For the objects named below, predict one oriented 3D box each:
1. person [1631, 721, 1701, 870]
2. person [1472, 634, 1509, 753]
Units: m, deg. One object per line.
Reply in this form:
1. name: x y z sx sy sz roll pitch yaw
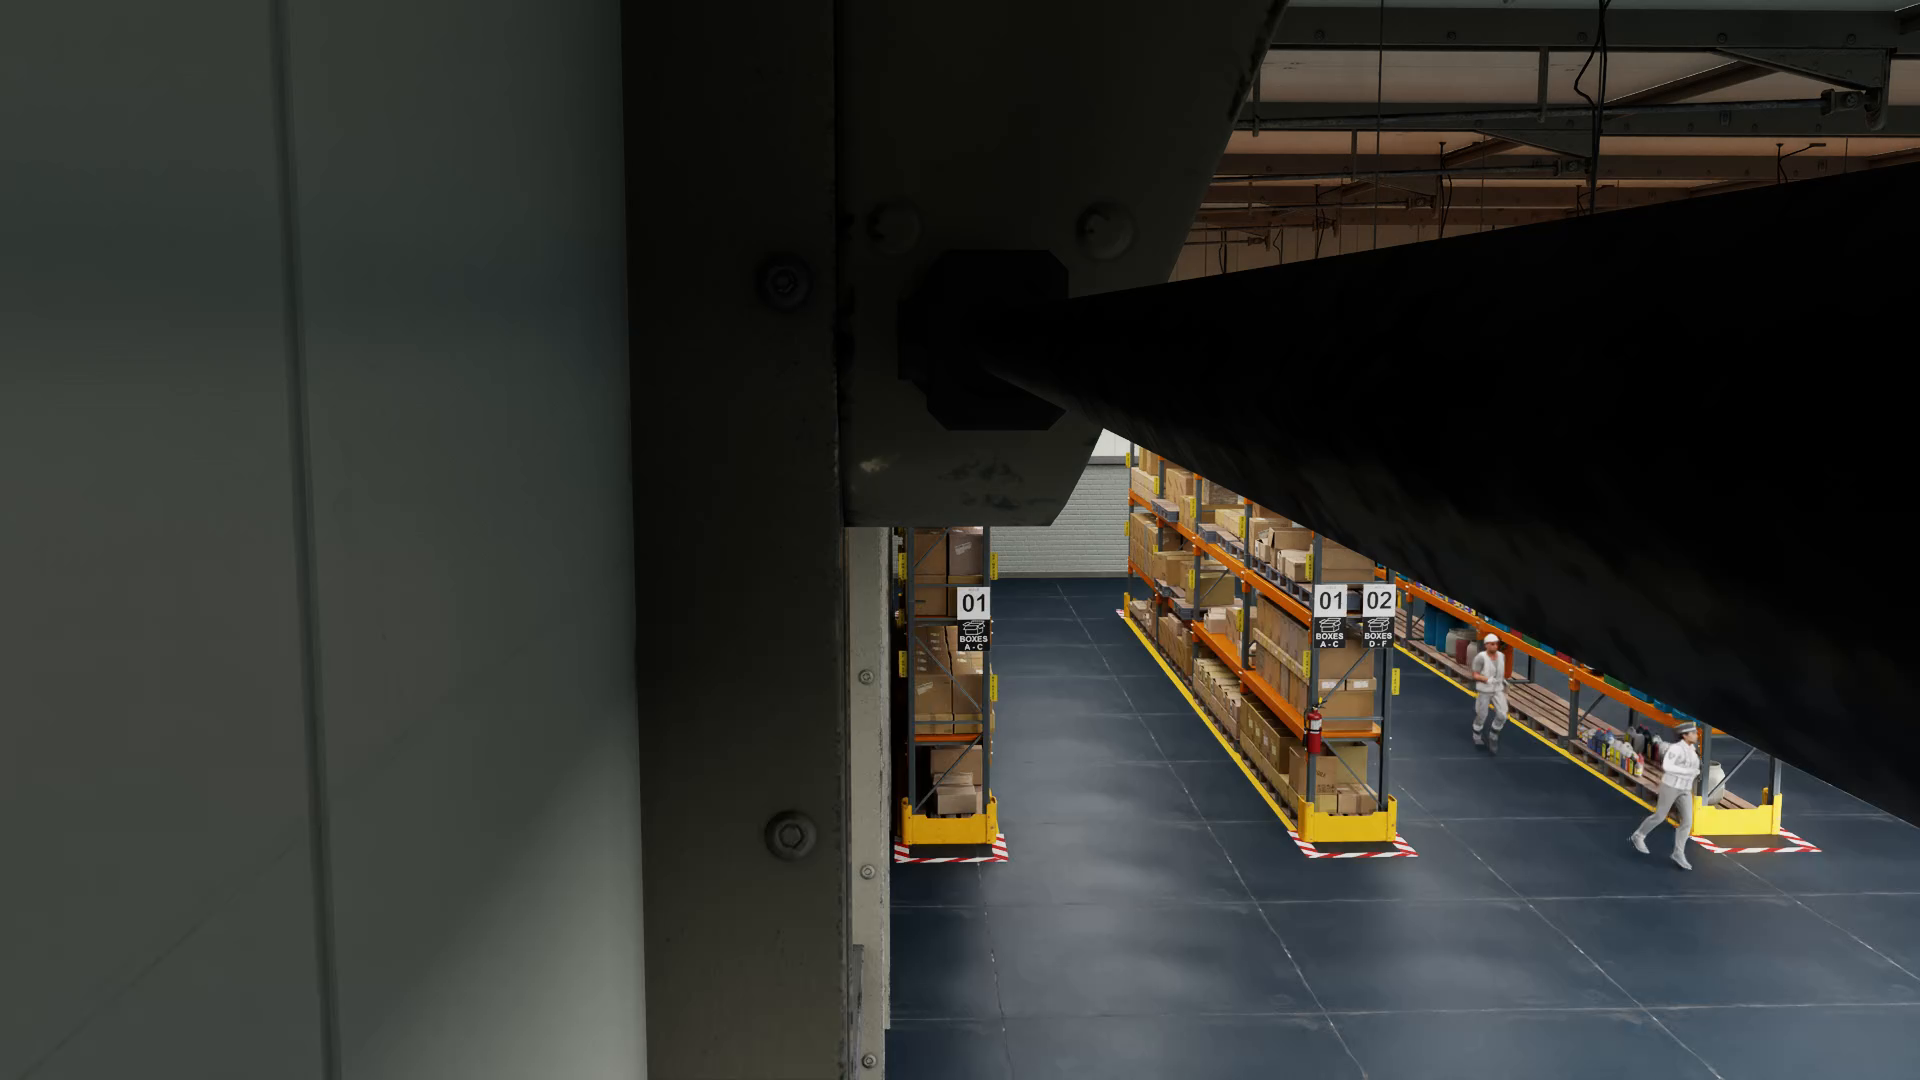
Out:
1. person: 8.547 2.975 19.814 0.626 1.694 0.825 -4 8 -27
2. person: 7.915 2.281 24.777 0.643 1.796 0.805 -1 7 -7
